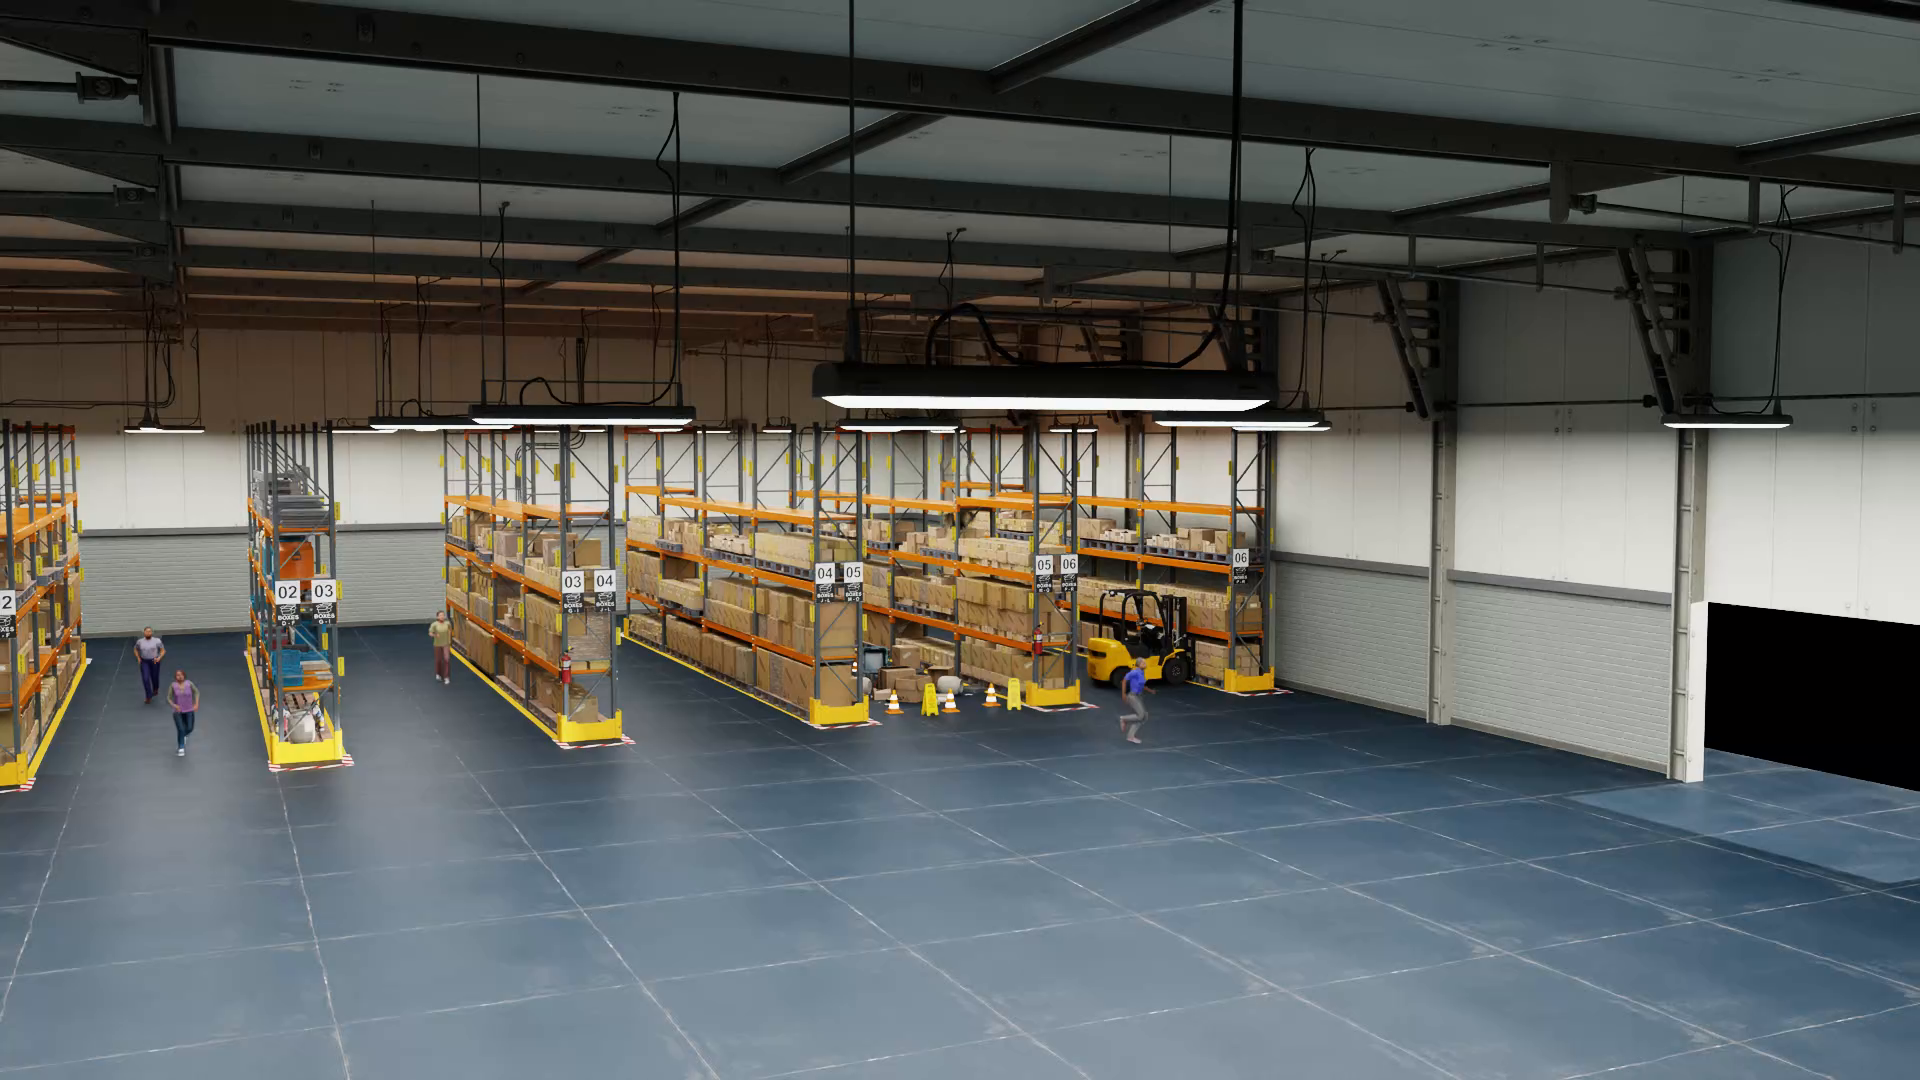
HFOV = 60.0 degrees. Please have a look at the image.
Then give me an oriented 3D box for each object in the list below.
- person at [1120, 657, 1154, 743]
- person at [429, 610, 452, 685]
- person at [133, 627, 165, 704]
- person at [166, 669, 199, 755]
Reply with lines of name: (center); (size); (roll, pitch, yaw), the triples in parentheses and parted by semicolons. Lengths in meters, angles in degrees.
person: (3.313, 2.995, 31.097); (0.642, 1.606, 0.615); (2, 4, 31)
person: (-12.043, 2.470, 38.567); (0.529, 1.696, 0.887); (-1, 4, -23)
person: (-17.493, 2.685, 35.877); (0.601, 1.616, 0.742); (-2, 4, -25)
person: (-13.924, 3.088, 29.823); (0.560, 1.558, 0.605); (-2, 4, -30)
